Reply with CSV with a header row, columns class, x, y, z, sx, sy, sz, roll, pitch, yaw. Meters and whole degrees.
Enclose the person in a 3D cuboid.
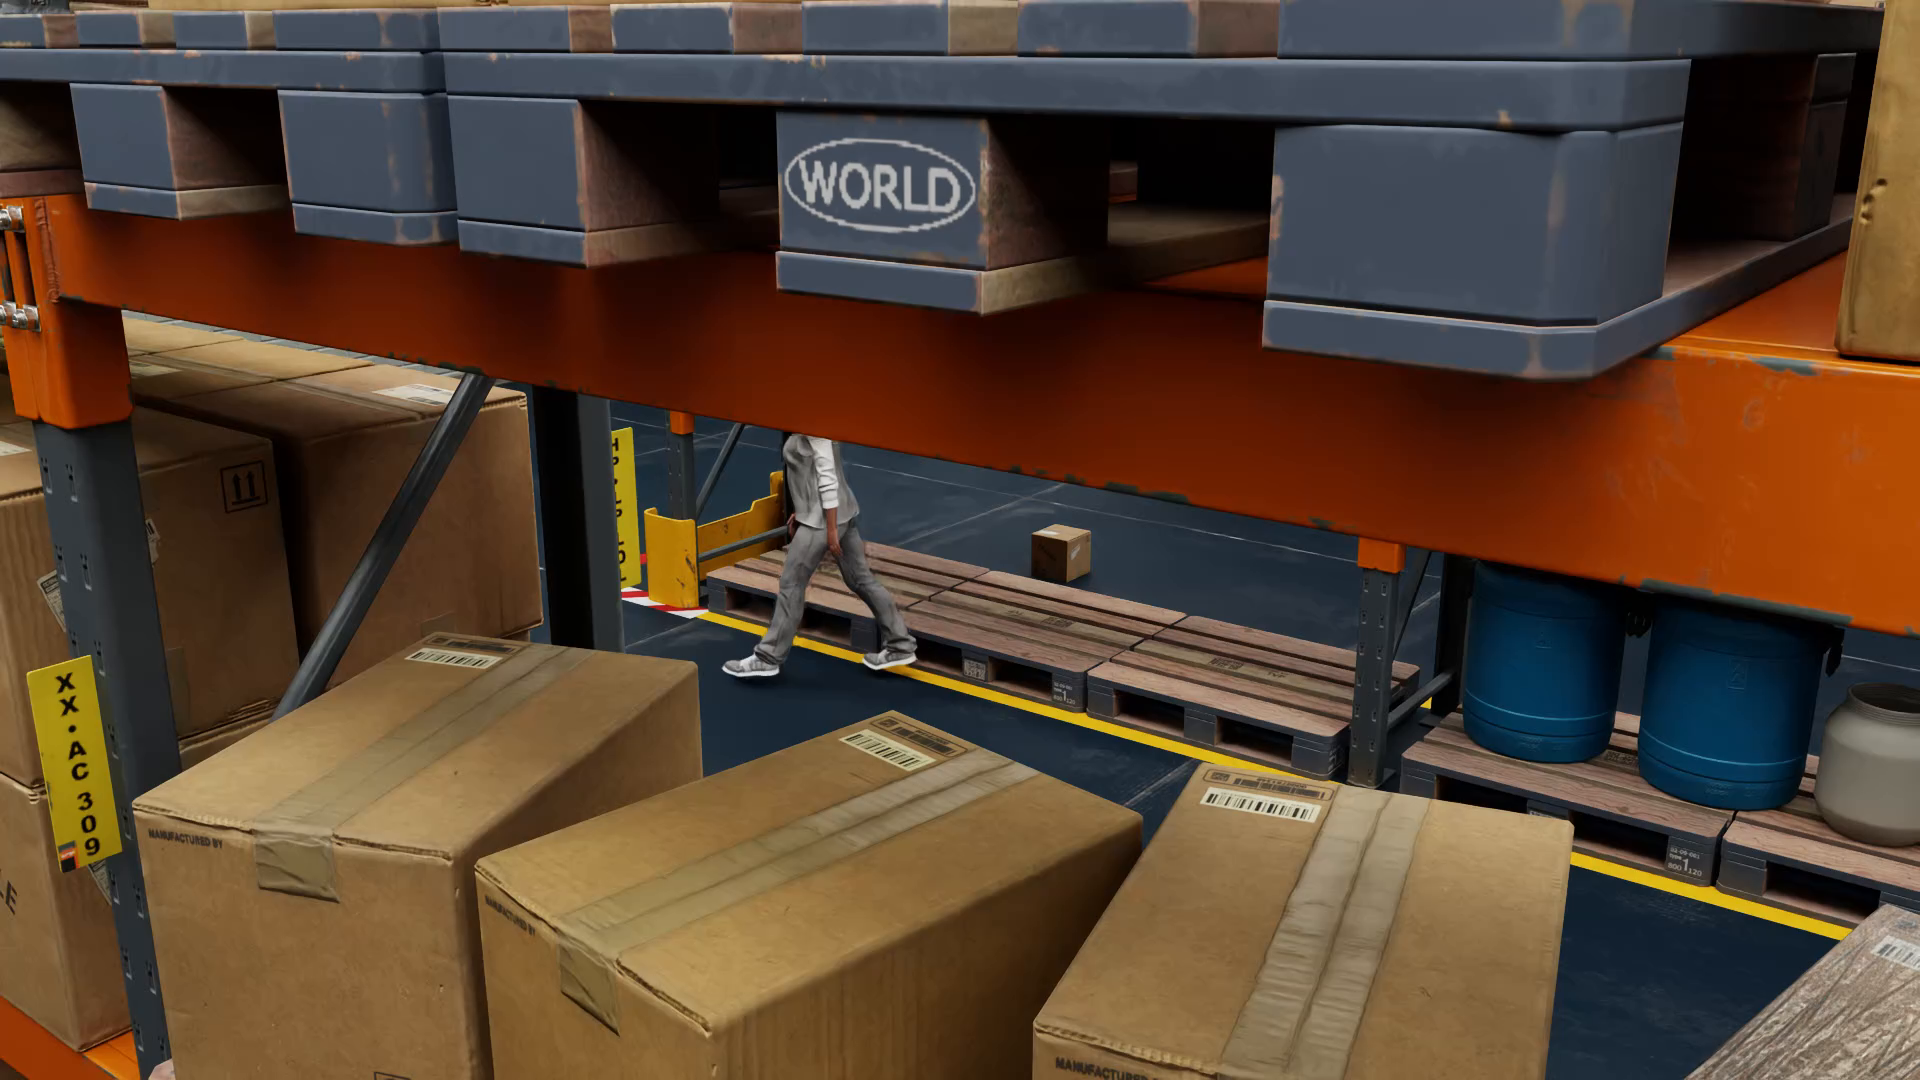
class,x,y,z,sx,sy,sz,roll,pitch,yaw
person,-0.666,-0.110,7.868,0.921,1.538,0.417,2,17,8
